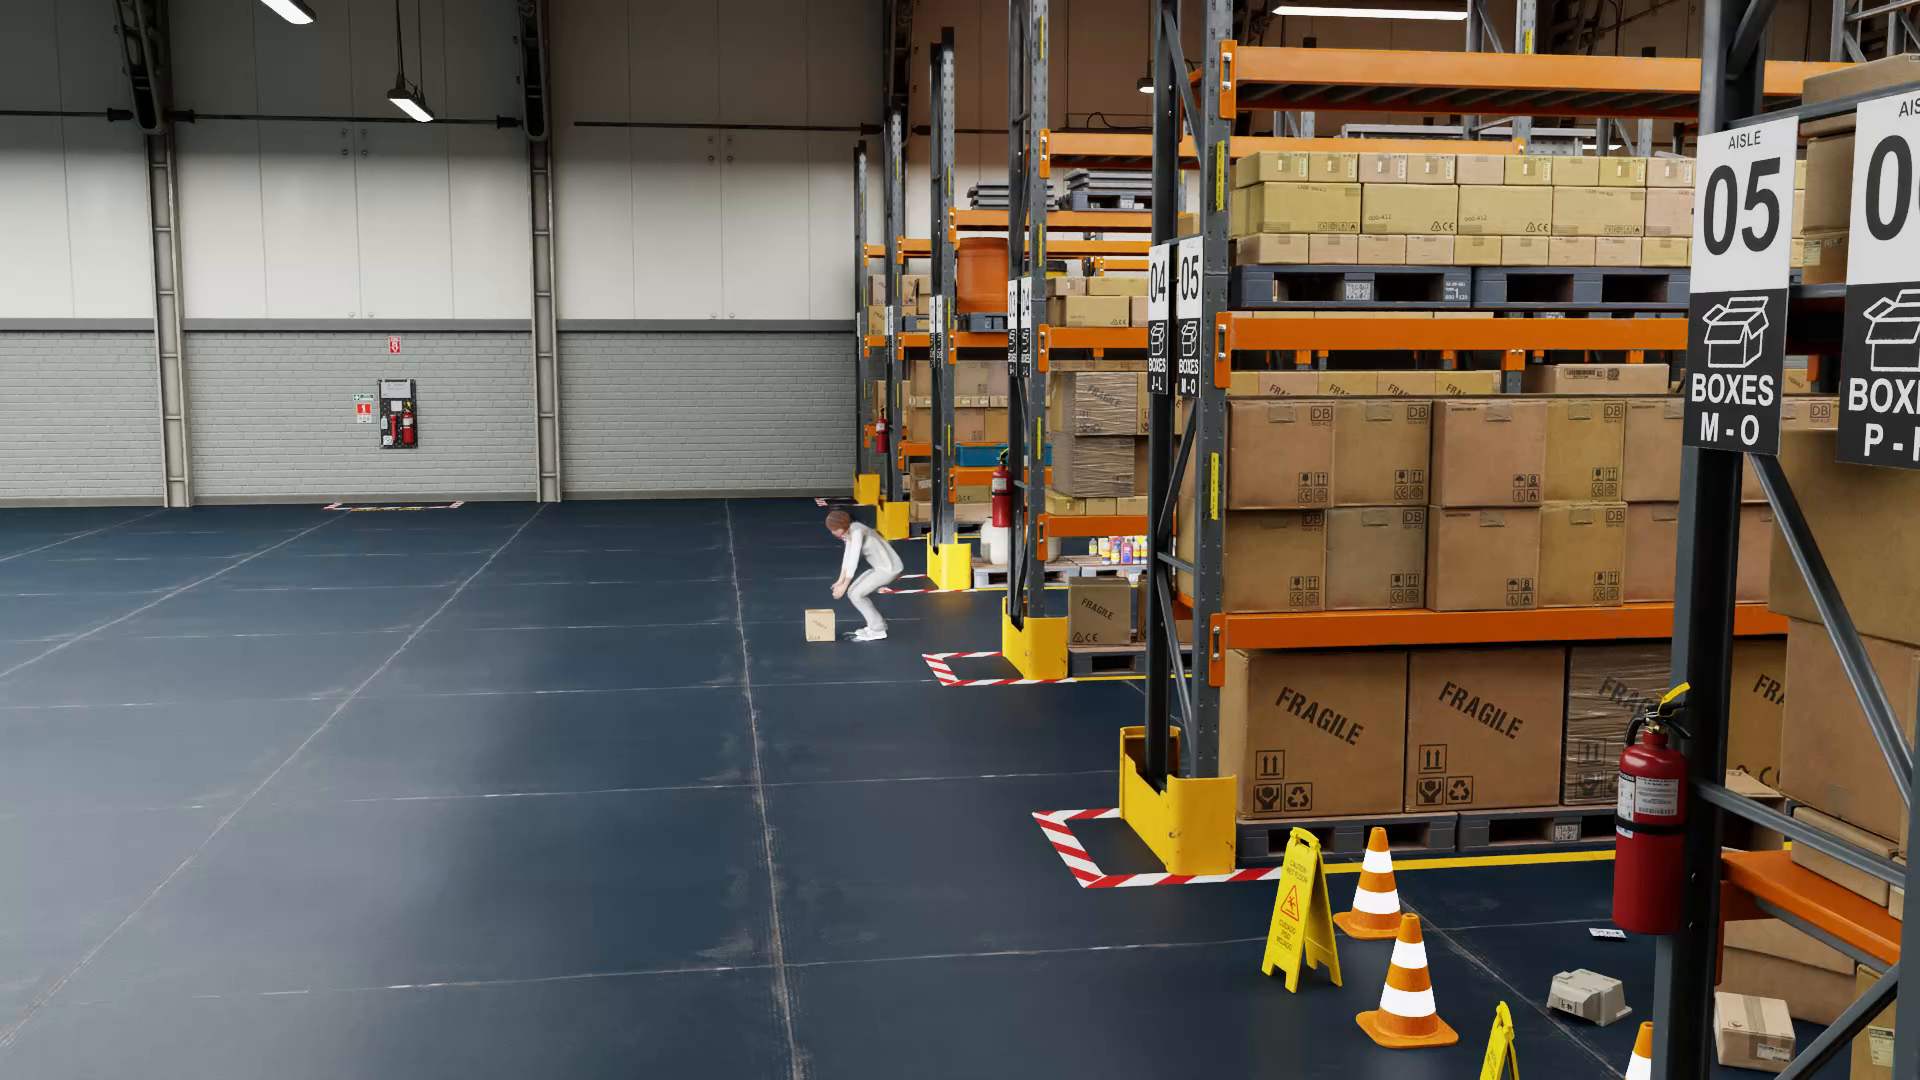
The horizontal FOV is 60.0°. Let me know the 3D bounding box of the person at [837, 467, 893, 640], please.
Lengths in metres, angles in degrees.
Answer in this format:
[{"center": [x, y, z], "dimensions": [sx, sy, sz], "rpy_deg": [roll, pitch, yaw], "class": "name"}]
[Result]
[{"center": [-0.874, 0.117, 15.147], "dimensions": [0.525, 1.577, 0.372], "rpy_deg": [-1, 7, -10], "class": "person"}]
